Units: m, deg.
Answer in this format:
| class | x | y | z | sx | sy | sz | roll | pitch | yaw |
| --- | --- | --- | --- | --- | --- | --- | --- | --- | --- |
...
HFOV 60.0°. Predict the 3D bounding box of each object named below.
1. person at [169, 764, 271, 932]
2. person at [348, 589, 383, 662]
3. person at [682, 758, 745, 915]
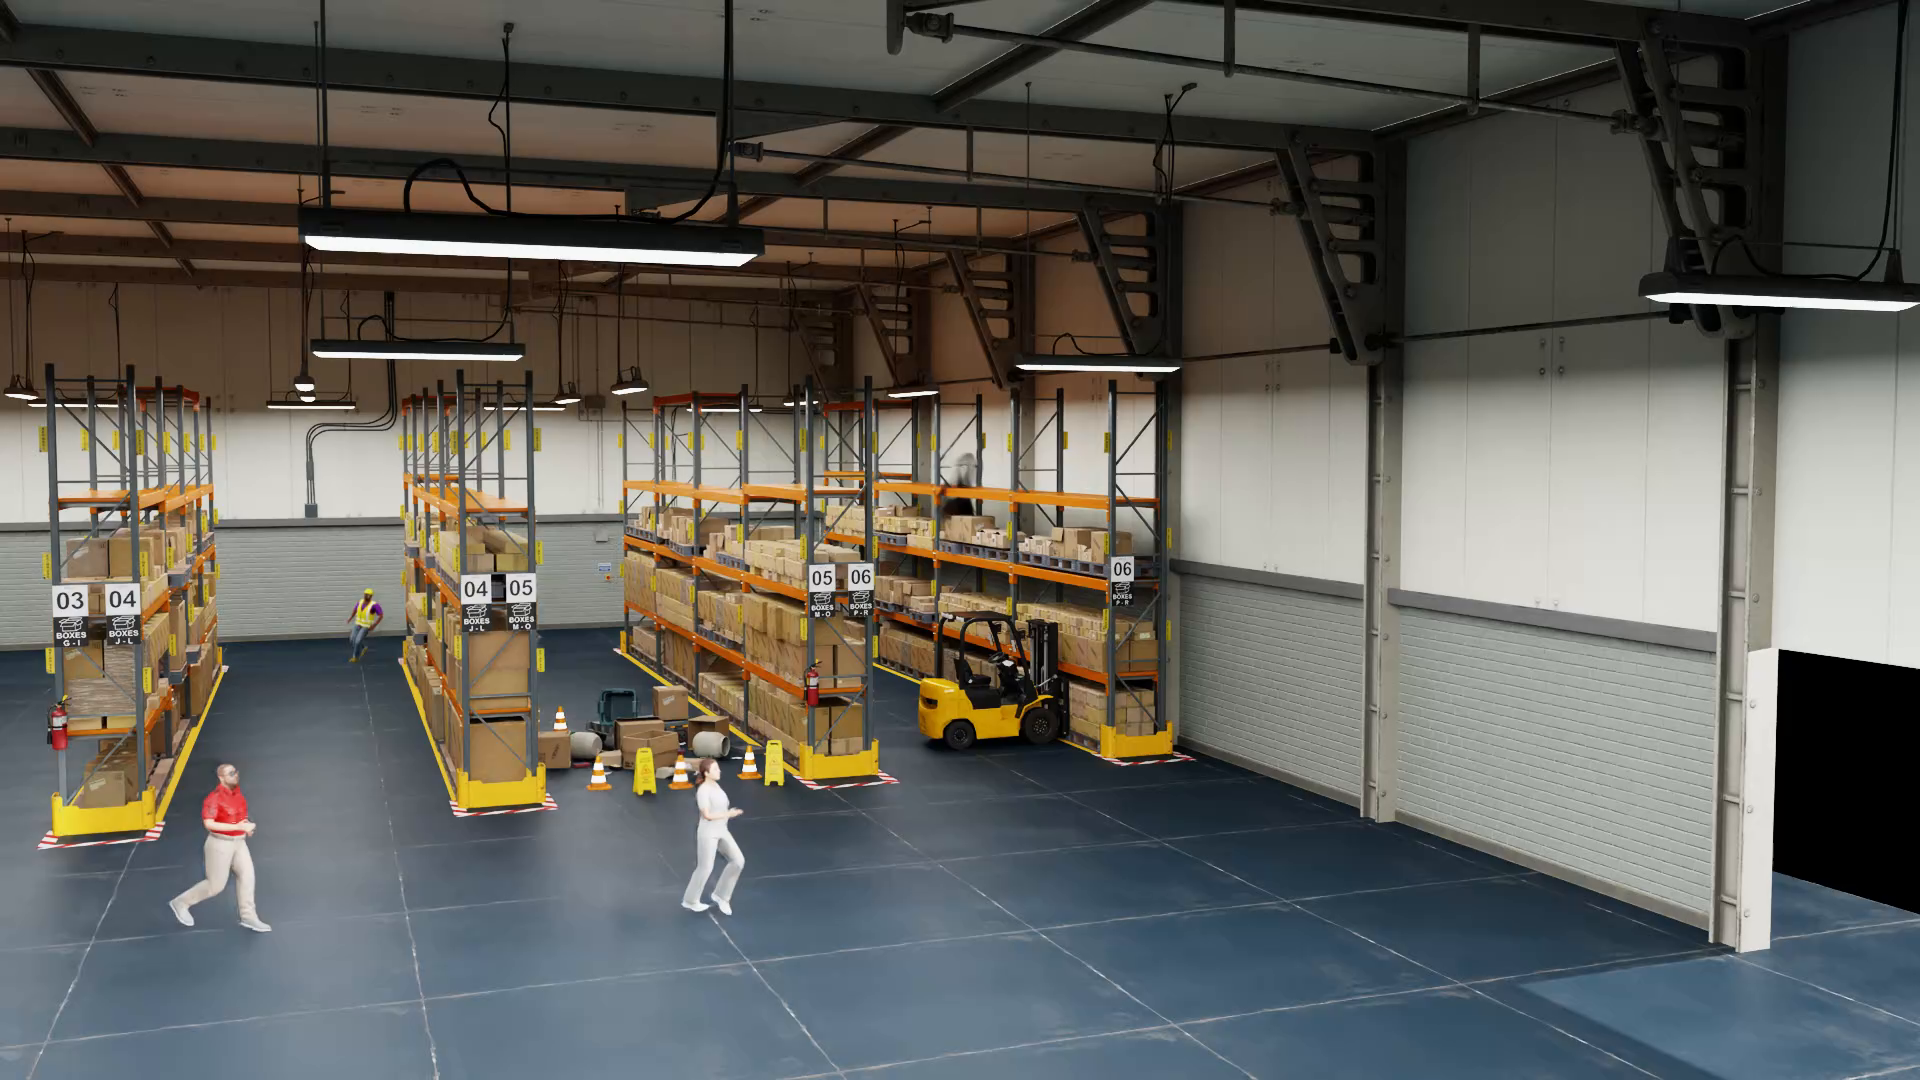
| class | x | y | z | sx | sy | sz | roll | pitch | yaw |
| --- | --- | --- | --- | --- | --- | --- | --- | --- | --- |
| person | -7.557 | 3.156 | 17.036 | 0.969 | 1.734 | 0.672 | 0 | 3 | 8 |
| person | -13.589 | 1.949 | 38.056 | 0.779 | 1.680 | 0.618 | 1 | 4 | 20 |
| person | -2.607 | 3.140 | 17.578 | 0.707 | 1.693 | 0.532 | 1 | 4 | 21 |
